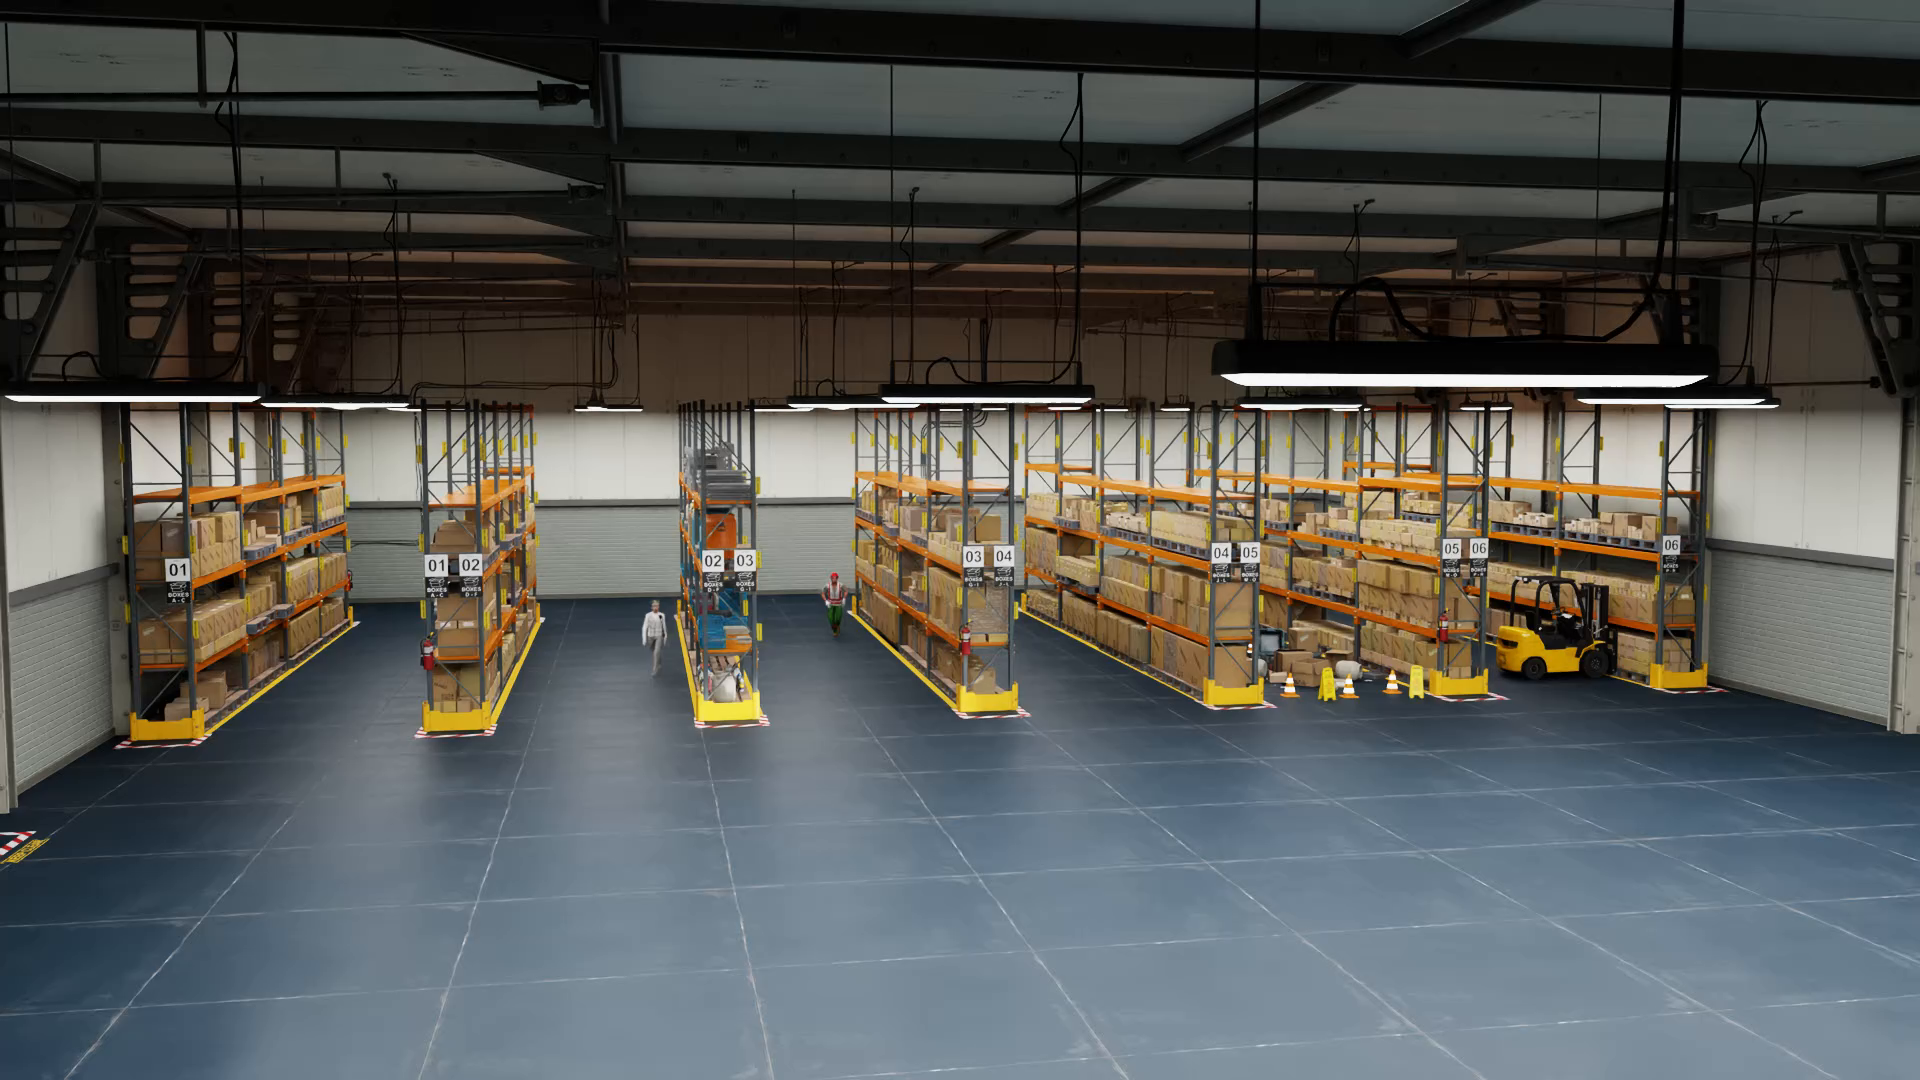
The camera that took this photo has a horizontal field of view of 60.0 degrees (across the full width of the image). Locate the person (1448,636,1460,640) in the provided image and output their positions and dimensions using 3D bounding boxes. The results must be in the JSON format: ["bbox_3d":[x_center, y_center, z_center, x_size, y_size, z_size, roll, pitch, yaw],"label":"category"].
[{"bbox_3d":[11.373,1.959,38.300,0.567,1.800,0.389,-3,5,-35],"label":"person"}]

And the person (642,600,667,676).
[{"bbox_3d":[-6.727,2.129,36.638,0.474,1.632,0.992,1,4,9],"label":"person"}]

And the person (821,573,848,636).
[{"bbox_3d":[-3.225,1.660,42.779,0.675,1.686,0.636,0,4,0],"label":"person"}]

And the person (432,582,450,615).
[{"bbox_3d":[-14.881,1.248,47.522,0.651,1.725,1.061,-1,4,-9],"label":"person"}]
